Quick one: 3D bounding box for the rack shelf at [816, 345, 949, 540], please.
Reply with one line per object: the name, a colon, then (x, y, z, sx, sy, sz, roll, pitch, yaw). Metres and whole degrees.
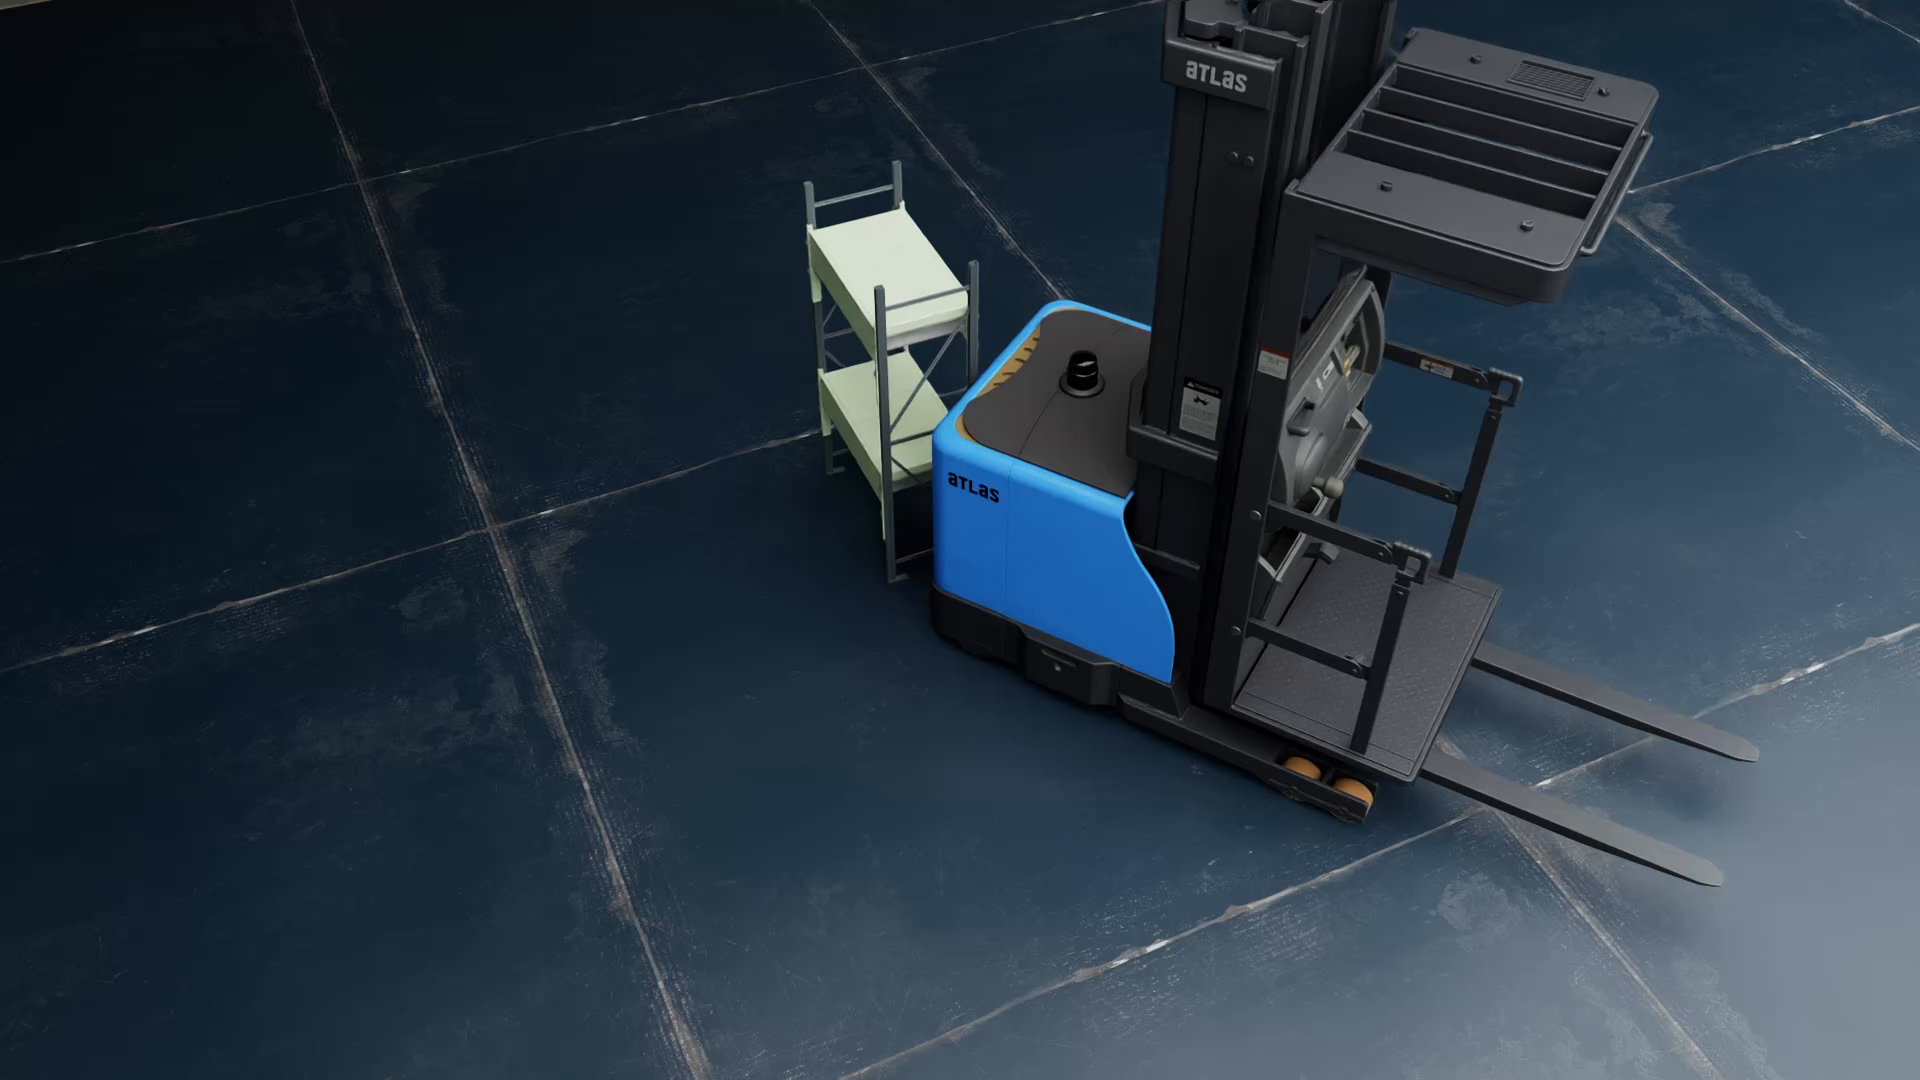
rack shelf: (-0.267, -0.418, 6.938, 0.431, 0.370, 0.720, -17, 47, -17)

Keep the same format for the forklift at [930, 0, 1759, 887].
forklift: (1.419, -0.444, 5.482, 3.031, 2.935, 1.130, 22, 49, 21)

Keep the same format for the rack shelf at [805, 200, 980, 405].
rack shelf: (-0.267, -0.927, 6.435, 0.431, 0.370, 0.720, -17, 47, -17)

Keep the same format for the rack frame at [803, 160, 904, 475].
rack frame: (-0.415, -0.885, 6.948, 0.400, 1.500, 0.023, -17, 47, -17)

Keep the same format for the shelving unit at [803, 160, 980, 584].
shelving unit: (-0.267, -0.650, 6.709, 0.431, 1.500, 0.755, -17, 47, -17)

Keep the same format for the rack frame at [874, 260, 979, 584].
rack frame: (-0.119, -0.415, 6.471, 0.400, 1.500, 0.023, -17, 47, -17)
